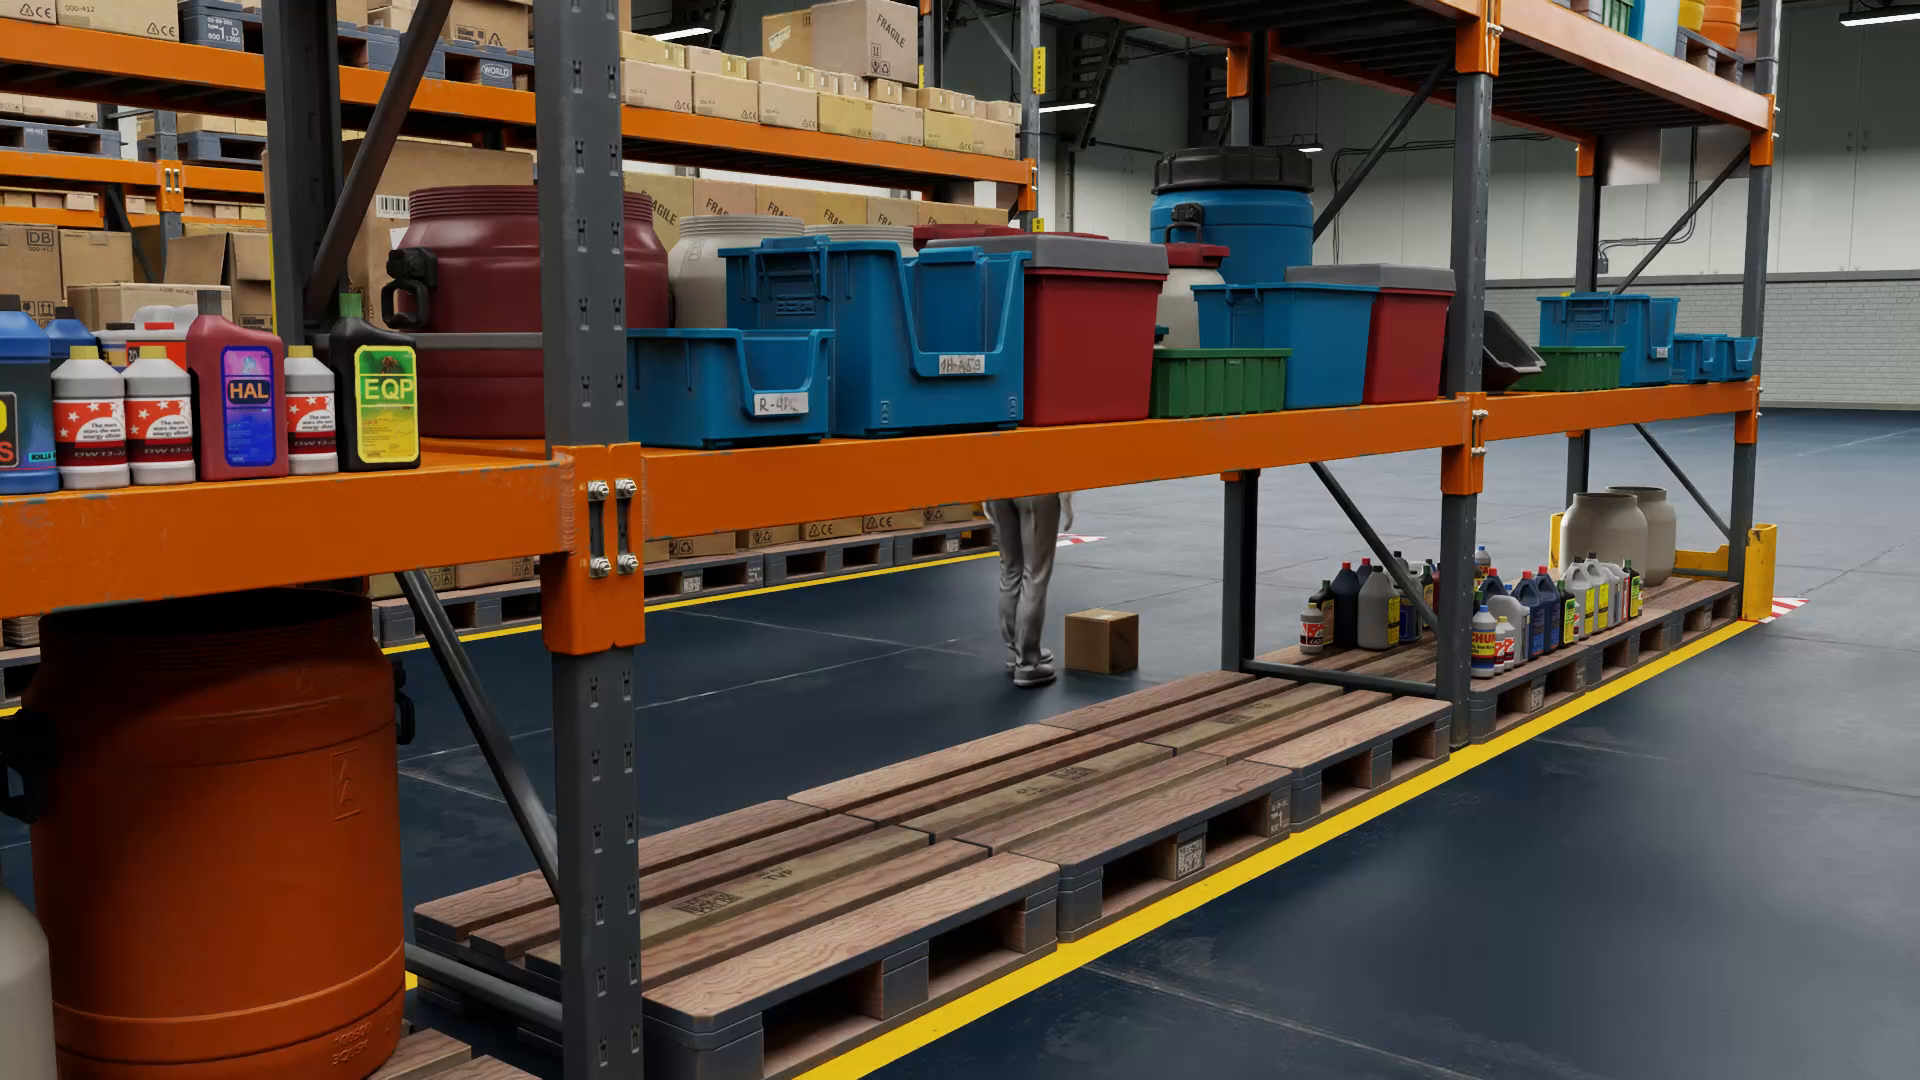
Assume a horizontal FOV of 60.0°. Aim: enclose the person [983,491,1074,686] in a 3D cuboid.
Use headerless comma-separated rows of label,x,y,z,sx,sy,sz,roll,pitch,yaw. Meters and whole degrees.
person,0.354,-0.221,7.429,0.492,1.680,0.531,6,9,40
